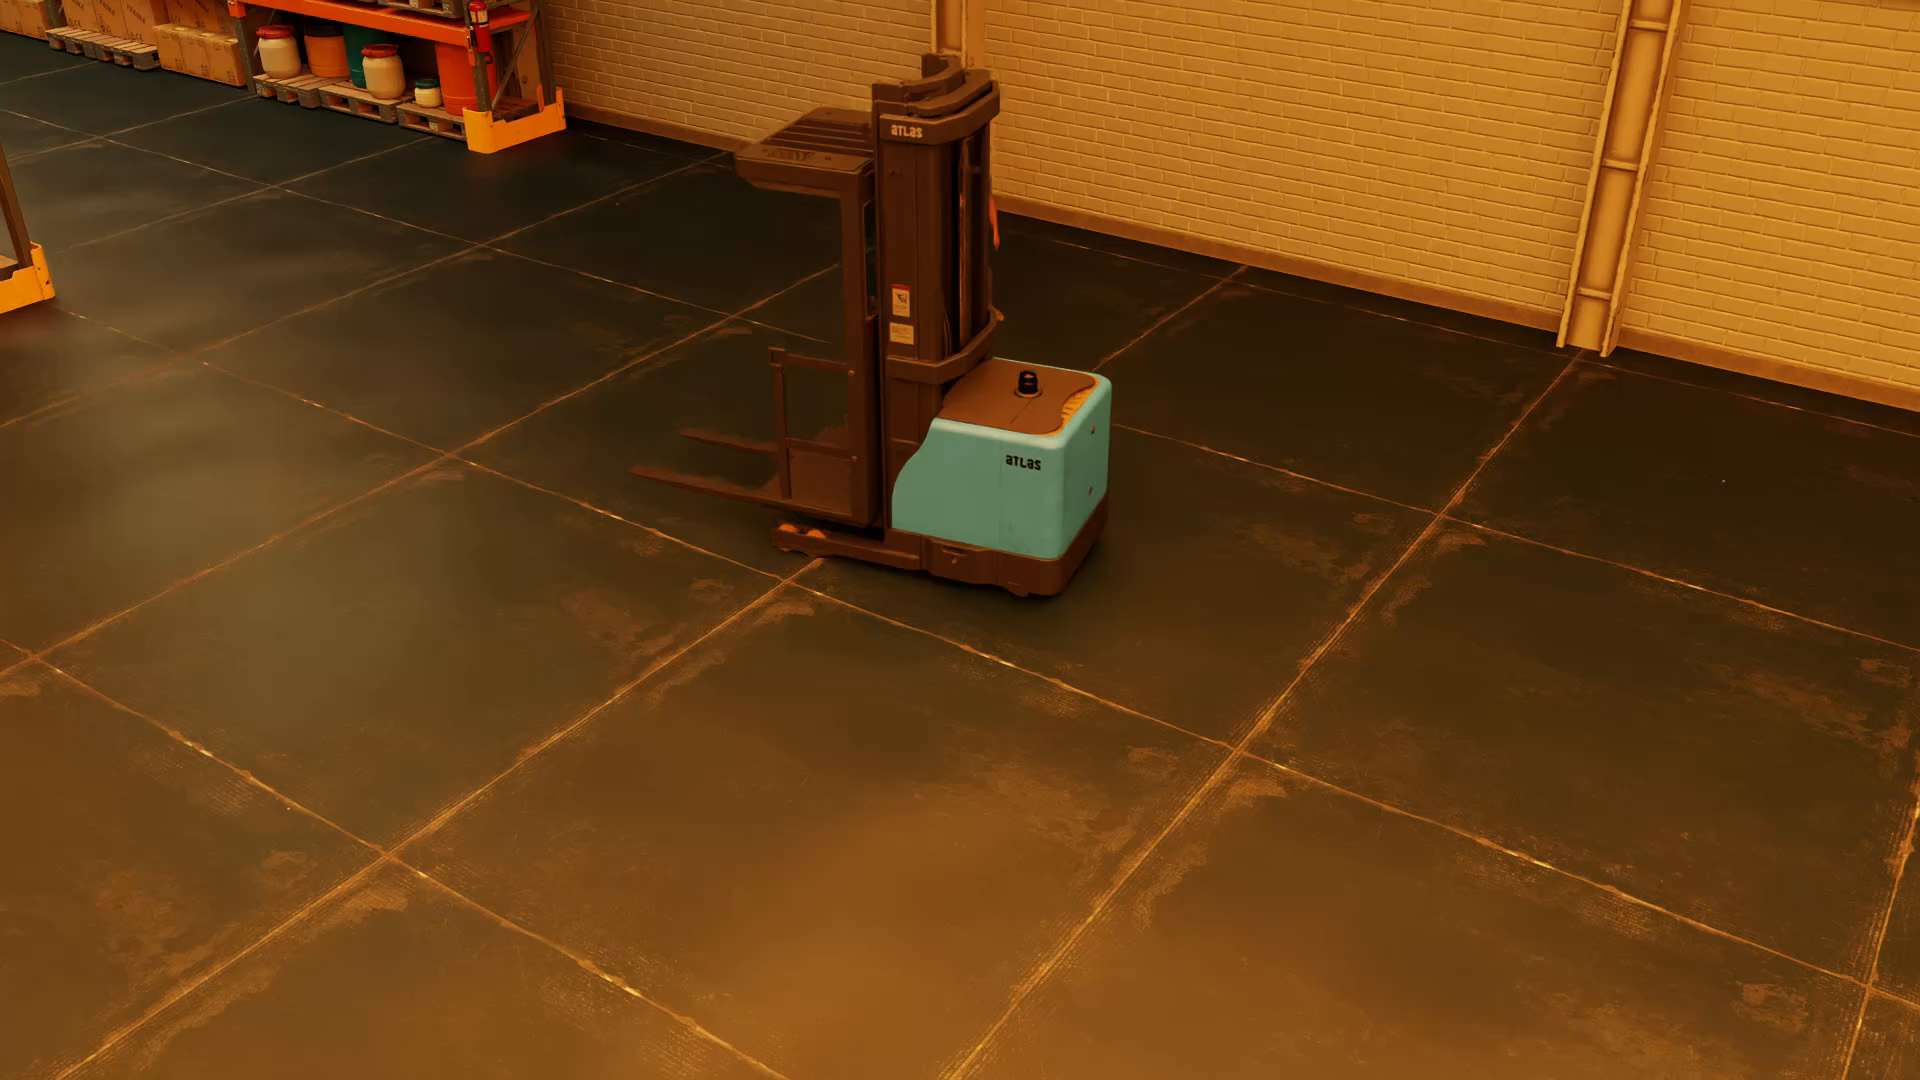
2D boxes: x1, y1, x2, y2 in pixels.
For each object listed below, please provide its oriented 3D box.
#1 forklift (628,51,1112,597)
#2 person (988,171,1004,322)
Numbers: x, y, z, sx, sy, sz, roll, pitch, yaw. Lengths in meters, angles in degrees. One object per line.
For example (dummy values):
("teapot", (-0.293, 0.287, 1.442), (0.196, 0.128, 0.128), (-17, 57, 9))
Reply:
("forklift", (-0.636, -1.392, 9.979), (3.031, 2.935, 1.130), (12, 32, 19))
("person", (-0.030, -2.536, 13.322), (0.817, 1.606, 0.470), (5, 31, 9))
